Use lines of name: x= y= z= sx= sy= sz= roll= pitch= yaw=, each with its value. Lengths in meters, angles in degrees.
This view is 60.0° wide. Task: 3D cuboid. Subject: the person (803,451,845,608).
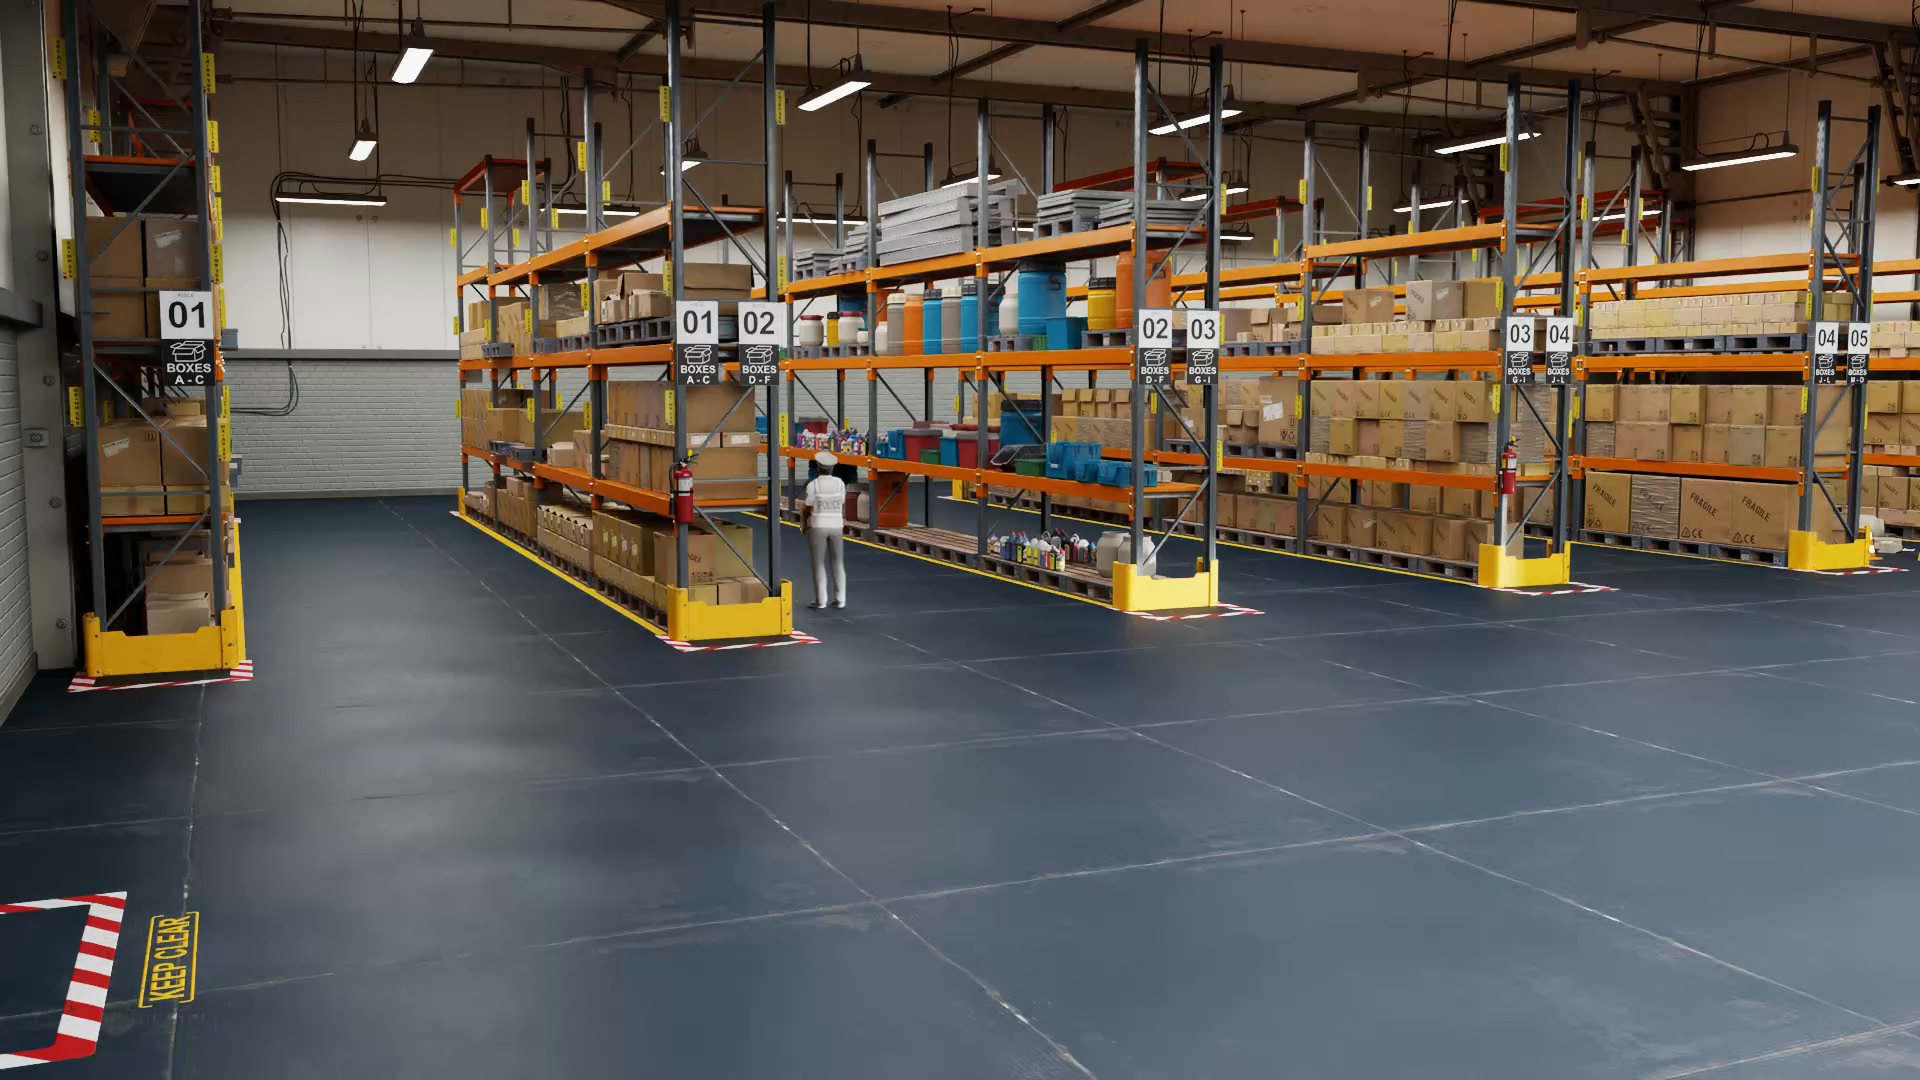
person: x=-1.464 y=-0.110 z=17.958 sx=0.488 sy=1.697 sz=0.511 roll=-2 pitch=6 yaw=-24
